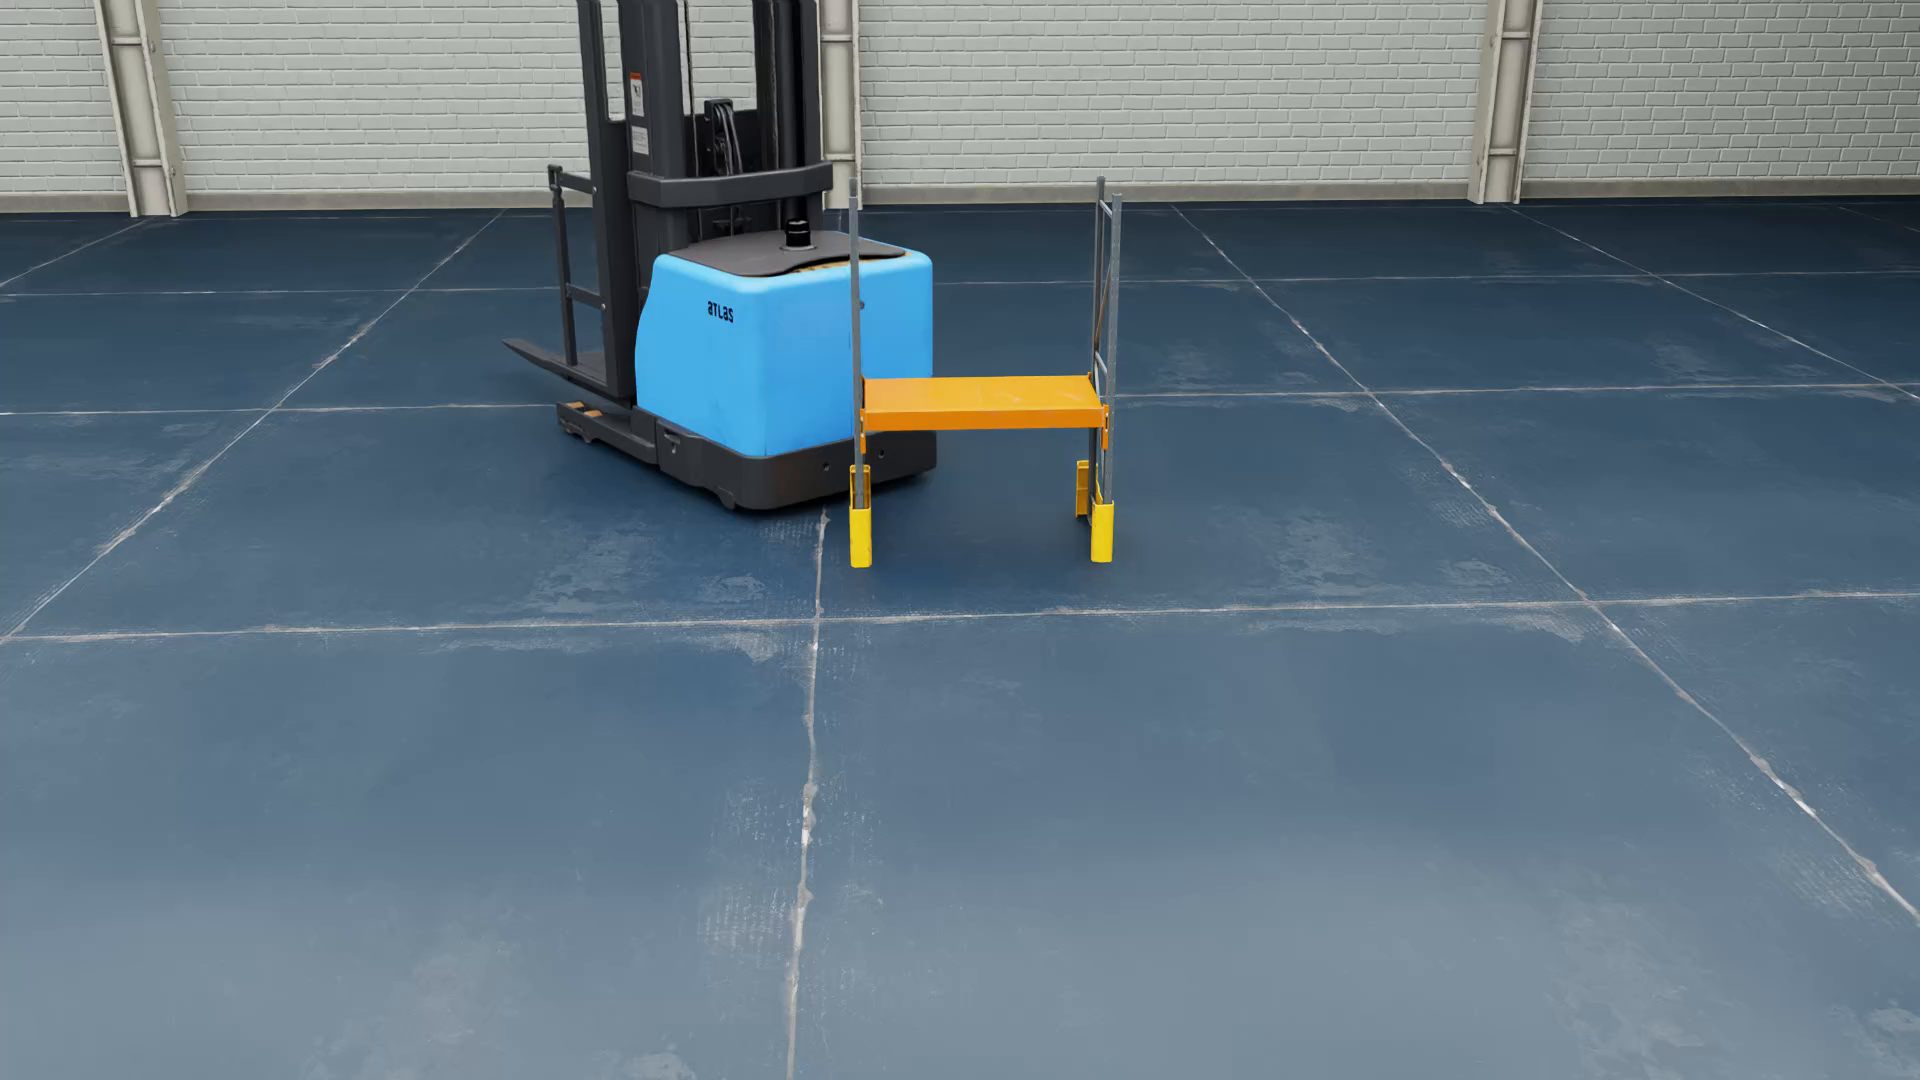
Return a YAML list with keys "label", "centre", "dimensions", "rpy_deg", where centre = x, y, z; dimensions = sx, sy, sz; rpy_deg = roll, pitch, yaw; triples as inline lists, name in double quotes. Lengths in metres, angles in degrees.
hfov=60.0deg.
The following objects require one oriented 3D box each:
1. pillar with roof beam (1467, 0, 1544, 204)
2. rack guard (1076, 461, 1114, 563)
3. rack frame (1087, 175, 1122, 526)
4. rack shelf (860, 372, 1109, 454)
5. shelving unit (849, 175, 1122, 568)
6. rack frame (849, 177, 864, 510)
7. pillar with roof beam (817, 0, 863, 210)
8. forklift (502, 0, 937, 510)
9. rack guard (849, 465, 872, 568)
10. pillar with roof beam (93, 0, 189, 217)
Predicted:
- label: "pillar with roof beam"
  centre: [5.160, -5.806, 9.722]
  dimensions: [0.400, 9.000, 9.100]
  rpy_deg: [-1, 21, -3]
- label: "rack guard"
  centre: [0.573, -0.128, 7.107]
  dimensions: [0.087, 0.250, 0.587]
  rpy_deg: [-1, 21, -3]
- label: "rack frame"
  centre: [0.593, -0.713, 6.886]
  dimensions: [0.032, 1.500, 0.500]
  rpy_deg: [-1, 21, -3]
- label: "rack shelf"
  centre: [0.085, -0.535, 6.923]
  dimensions: [1.000, 0.185, 0.538]
  rpy_deg: [-1, 21, -3]
- label: "shelving unit"
  centre: [0.076, -0.702, 6.858]
  dimensions: [1.083, 1.500, 0.587]
  rpy_deg: [-1, 21, -3]
- label: "rack frame"
  centre: [-0.422, -0.692, 6.832]
  dimensions: [0.032, 1.500, 0.500]
  rpy_deg: [-1, 21, -3]
- label: "pillar with roof beam"
  centre: [-0.830, -5.684, 9.402]
  dimensions: [0.400, 9.000, 9.100]
  rpy_deg: [-1, 21, -3]
- label: "forklift"
  centre: [-1.416, -1.956, 8.139]
  dimensions: [1.130, 2.935, 3.031]
  rpy_deg: [-16, 26, -35]
- label: "rack guard"
  centre: [-0.421, -0.108, 7.054]
  dimensions: [0.087, 0.250, 0.587]
  rpy_deg: [-1, 21, -3]
- label: "pillar with roof beam"
  centre: [-6.820, -5.562, 9.082]
  dimensions: [0.400, 9.000, 9.100]
  rpy_deg: [-1, 21, -3]
